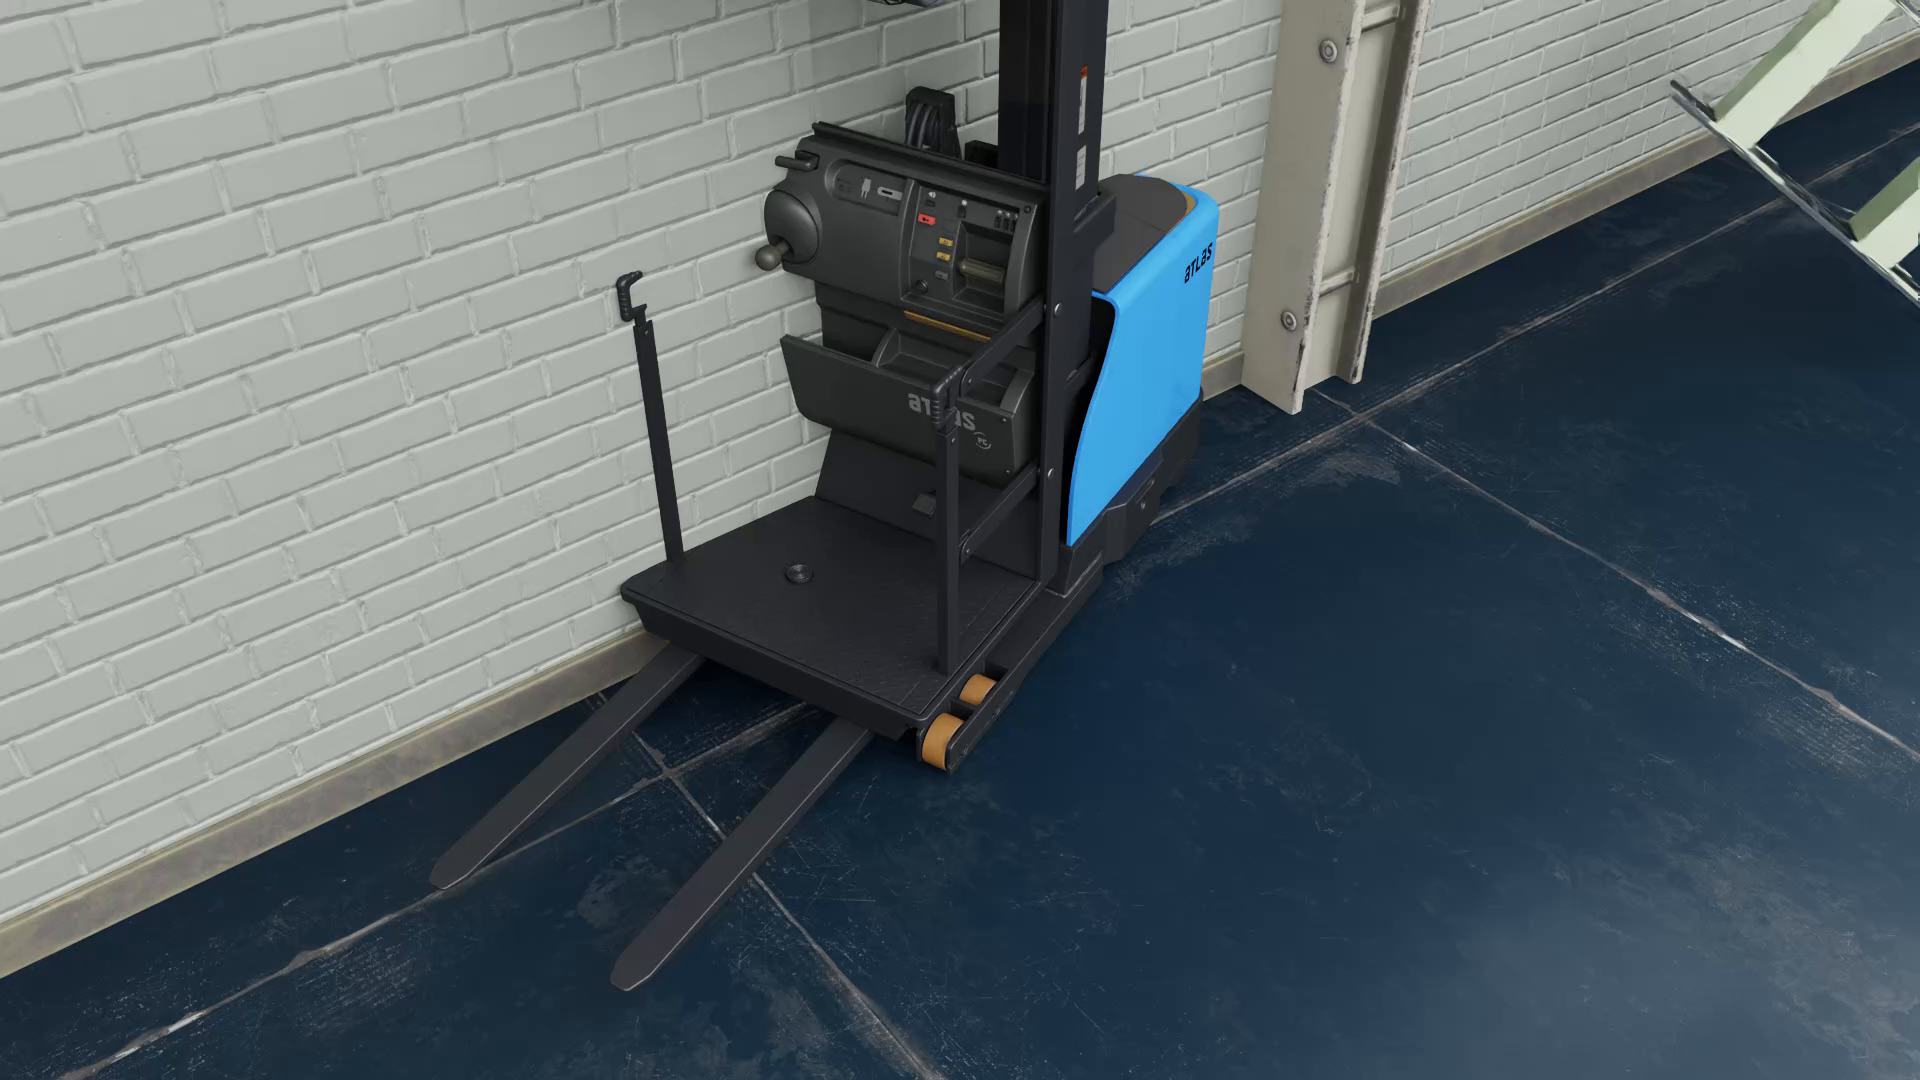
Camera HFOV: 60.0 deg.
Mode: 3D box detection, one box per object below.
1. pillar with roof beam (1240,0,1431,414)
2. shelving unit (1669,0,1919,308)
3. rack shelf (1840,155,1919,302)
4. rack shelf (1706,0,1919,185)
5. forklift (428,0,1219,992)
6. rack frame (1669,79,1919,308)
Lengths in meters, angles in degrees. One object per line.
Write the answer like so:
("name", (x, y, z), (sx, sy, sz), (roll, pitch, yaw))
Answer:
("pillar with roof beam", (3.949, -1.944, 1.024), (0.400, 9.000, 9.100), (-26, 46, -28))
("shelving unit", (3.624, -1.562, 6.460), (1.500, 0.755, 0.431), (41, 31, 1))
("rack shelf", (3.872, -1.349, 6.454), (0.370, 0.720, 0.431), (41, 31, 1))
("rack shelf", (3.329, -1.816, 6.468), (0.370, 0.720, 0.431), (41, 31, 1))
("forklift", (-0.323, -0.791, 4.403), (1.130, 2.935, 3.031), (21, 44, 23))
("rack frame", (3.423, -1.322, 6.650), (1.500, 0.023, 0.400), (41, 31, 1))
